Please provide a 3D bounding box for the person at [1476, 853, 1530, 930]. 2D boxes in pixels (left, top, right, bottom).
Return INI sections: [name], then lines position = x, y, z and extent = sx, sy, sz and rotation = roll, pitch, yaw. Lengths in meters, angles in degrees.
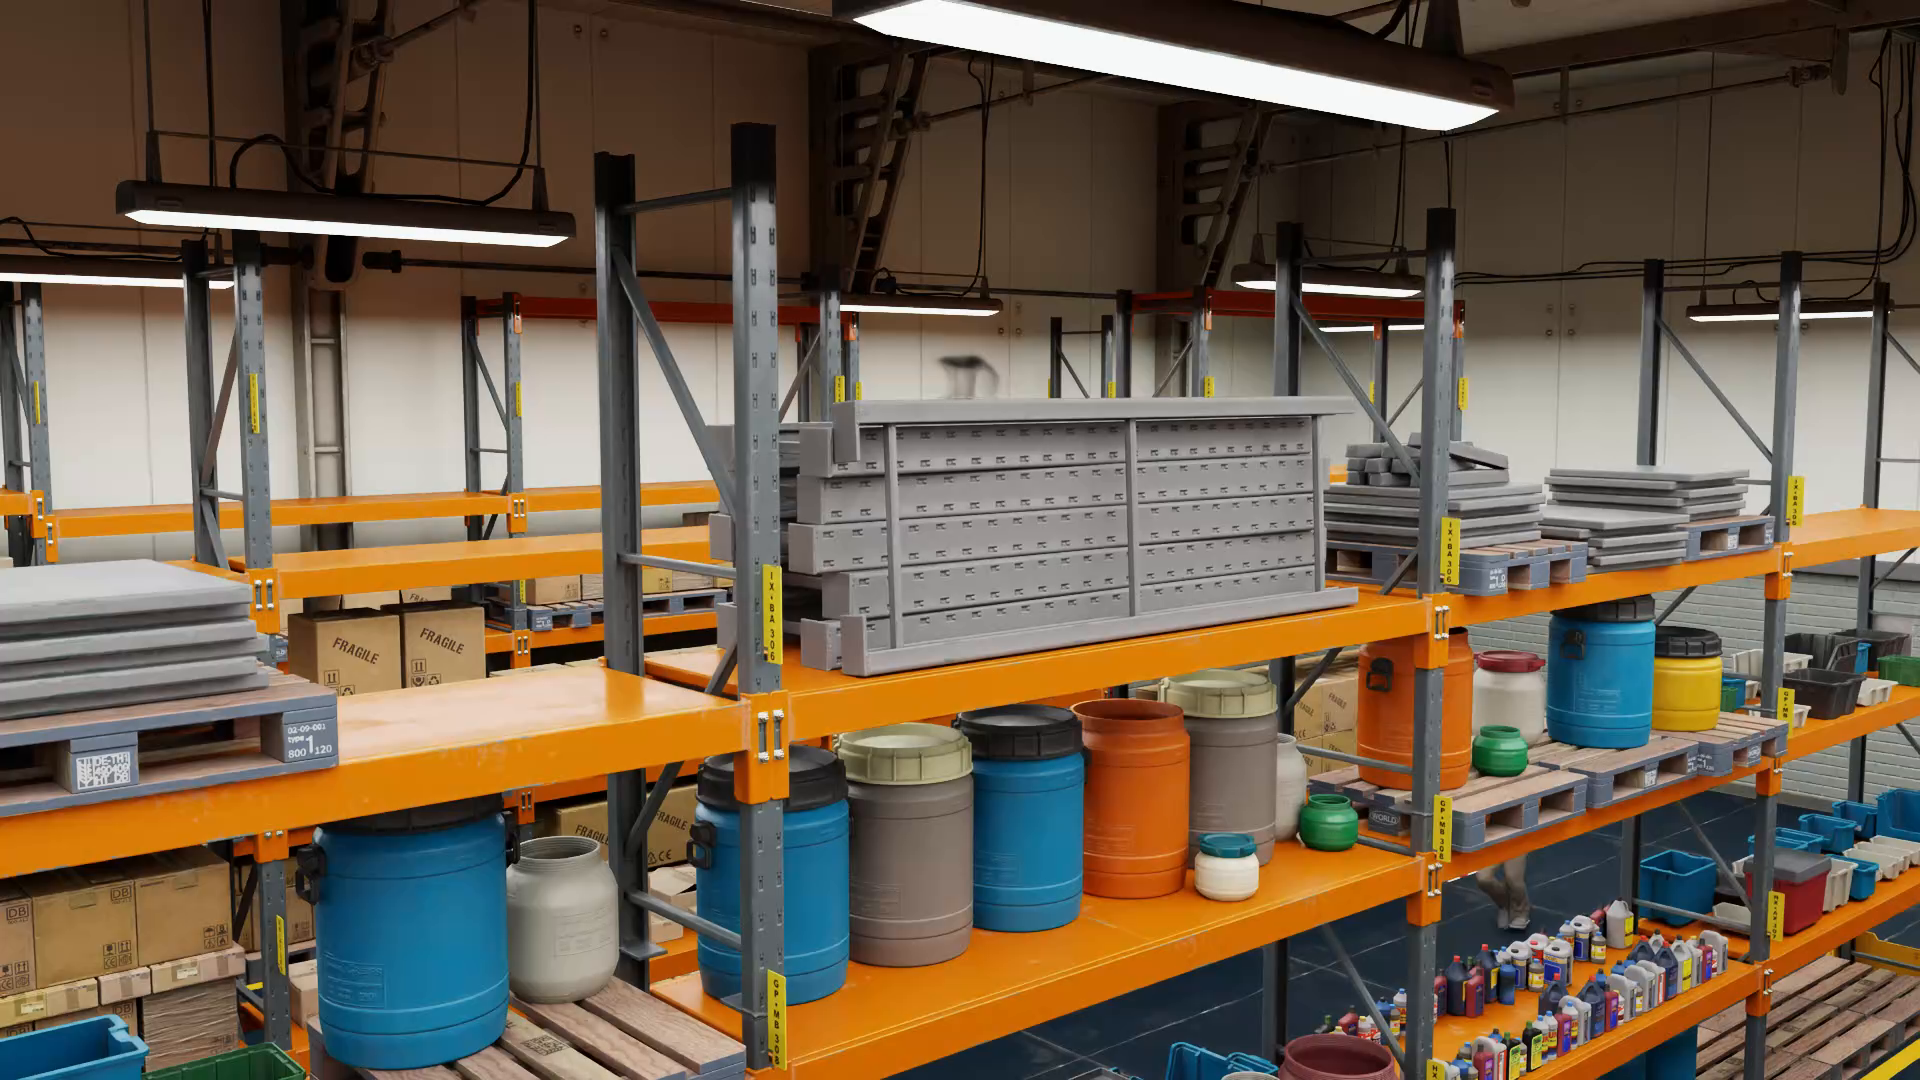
[person]
position = 5.055, 2.853, 15.684
extent = 0.665, 1.711, 0.648
rotation = 4, 7, 39
